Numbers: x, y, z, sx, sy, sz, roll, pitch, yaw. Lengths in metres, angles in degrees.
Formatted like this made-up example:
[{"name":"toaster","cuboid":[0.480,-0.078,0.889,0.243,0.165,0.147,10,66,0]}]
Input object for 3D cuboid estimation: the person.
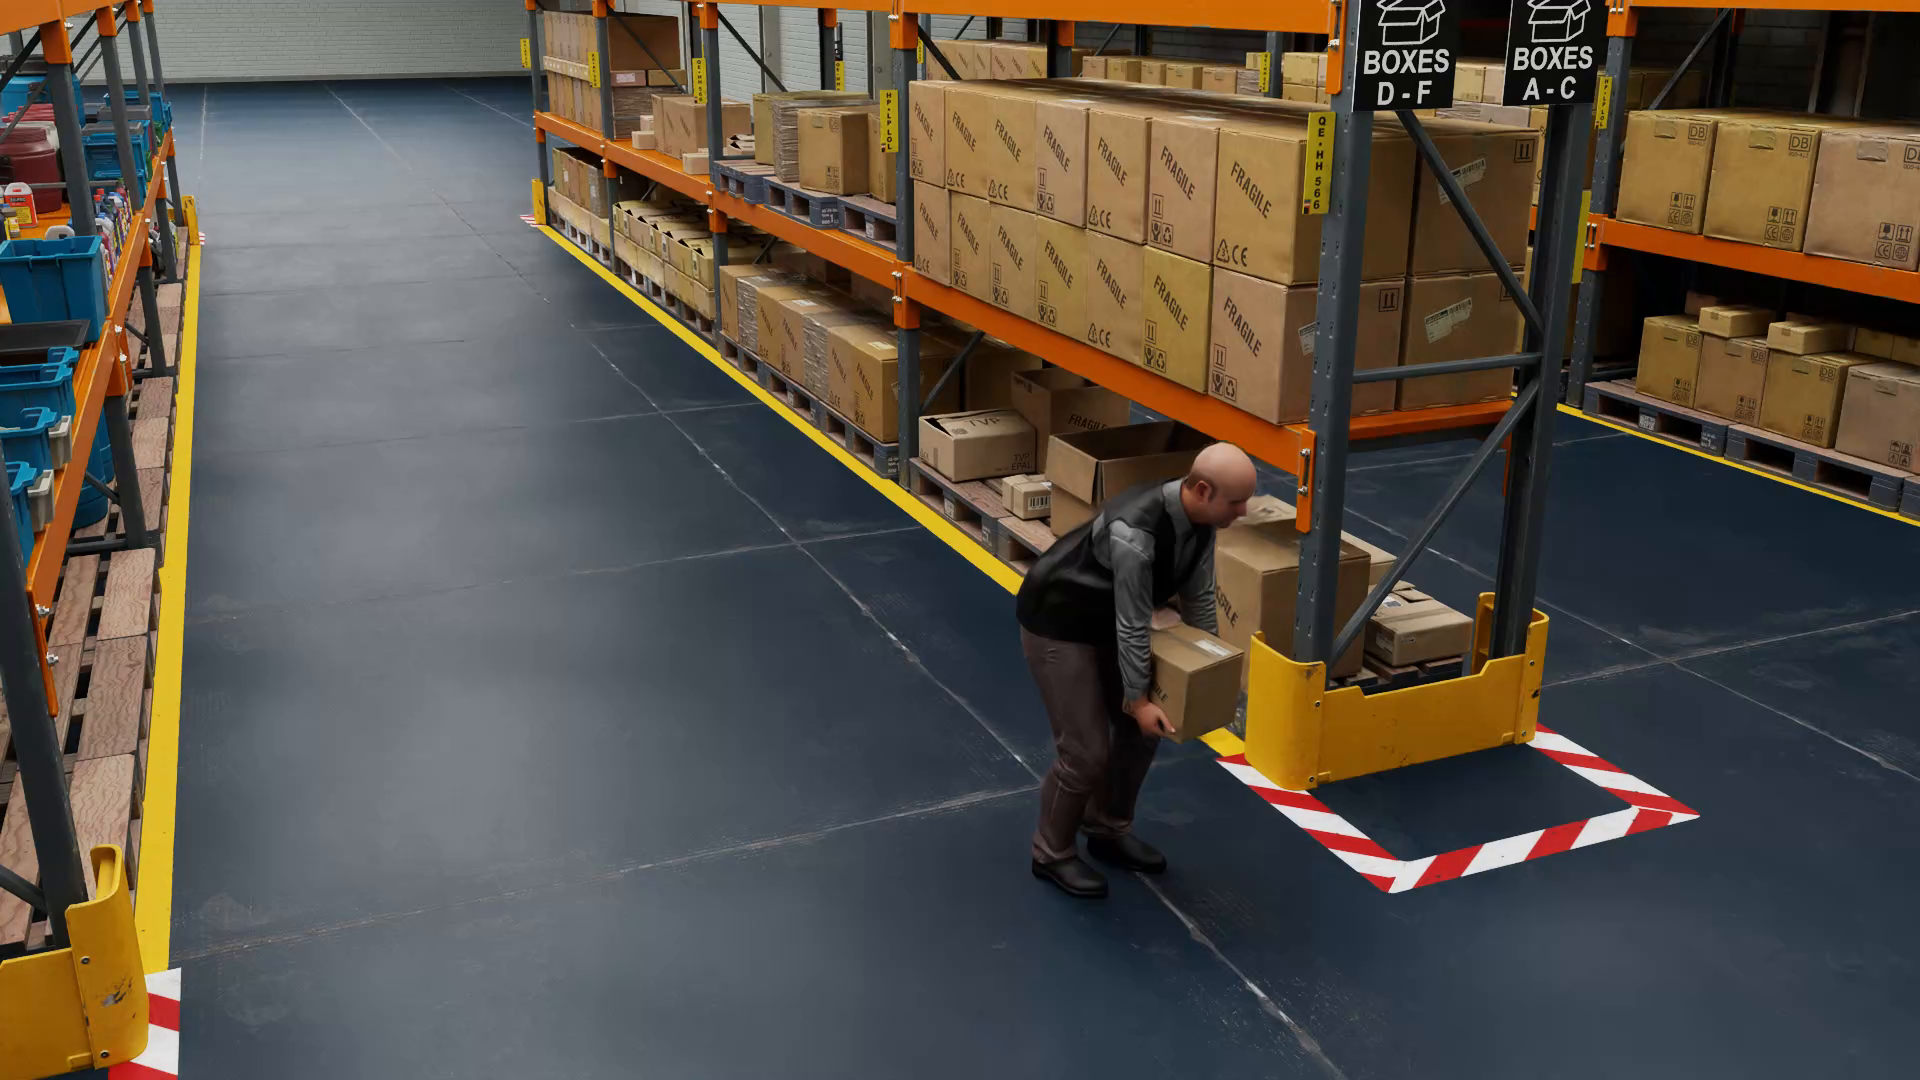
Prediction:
[{"name":"person","cuboid":[0.551,0.393,5.249,0.751,1.529,0.476,15,24,37]}]
